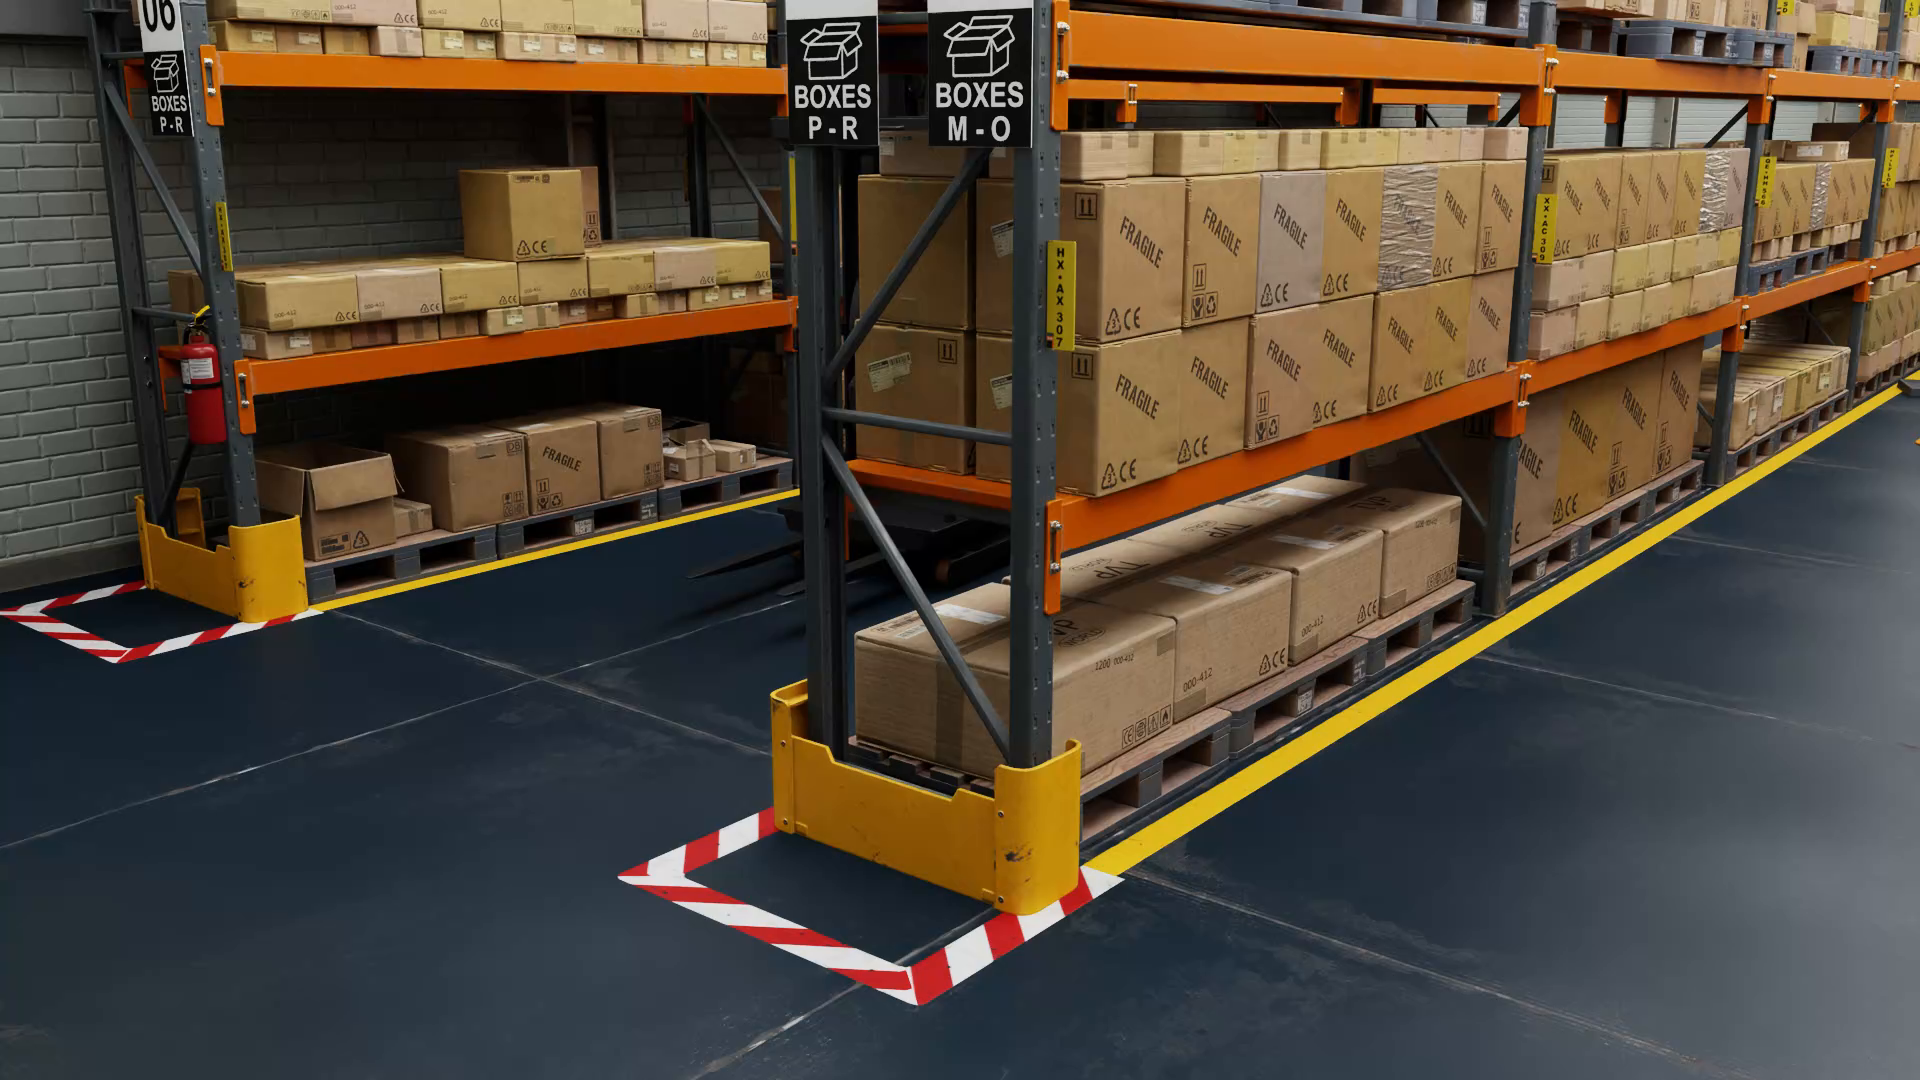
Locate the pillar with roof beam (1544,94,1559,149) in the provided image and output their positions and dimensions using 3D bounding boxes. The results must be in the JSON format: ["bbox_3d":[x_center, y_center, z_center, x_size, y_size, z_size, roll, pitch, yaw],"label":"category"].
[{"bbox_3d":[12.050,-7.592,21.734,9.100,9.000,0.400,11,18,38],"label":"pillar with roof beam"}]

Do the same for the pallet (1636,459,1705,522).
[{"bbox_3d":[4.350,-0.406,11.291,1.003,0.211,1.213,11,18,38],"label":"pallet"}]

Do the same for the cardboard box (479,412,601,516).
[{"bbox_3d":[-2.551,-0.470,10.103,0.500,0.500,0.500,12,18,39],"label":"cardboard box"}]

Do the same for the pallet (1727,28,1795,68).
[{"bbox_3d":[4.541,-3.127,10.632,1.213,0.211,1.003,12,19,40],"label":"pallet"}]

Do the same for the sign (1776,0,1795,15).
[{"bbox_3d":[5.331,-3.552,10.709,0.100,0.325,0.005,11,18,38],"label":"sign"}]

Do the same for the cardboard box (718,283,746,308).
[{"bbox_3d":[-1.623,-1.623,10.928,0.380,0.149,0.250,12,18,39],"label":"cardboard box"}]

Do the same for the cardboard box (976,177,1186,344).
[{"bbox_3d":[0.400,-0.945,5.518,0.500,0.500,0.500,11,18,36],"label":"cardboard box"}]

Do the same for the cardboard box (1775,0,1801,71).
[{"bbox_3d":[5.508,-3.579,11.822,0.700,0.500,0.500,11,18,38],"label":"cardboard box"}]

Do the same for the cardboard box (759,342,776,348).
[{"bbox_3d":[-1.304,-1.371,12.332,0.380,0.149,0.250,11,18,38],"label":"cardboard box"}]

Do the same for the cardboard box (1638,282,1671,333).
[{"bbox_3d":[3.852,-1.390,9.809,0.500,0.250,0.500,11,18,37],"label":"cardboard box"}]

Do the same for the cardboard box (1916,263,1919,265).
[{"bbox_3d":[9.293,-2.655,16.373,0.380,0.149,0.250,12,18,38],"label":"cardboard box"}]

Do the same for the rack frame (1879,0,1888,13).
[{"bbox_3d":[9.933,-6.336,16.788,1.000,3.000,0.127,11,18,38],"label":"rack frame"}]

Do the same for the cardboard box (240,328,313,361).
[{"bbox_3d":[-3.567,-1.030,8.597,0.380,0.149,0.250,11,18,37],"label":"cardboard box"}]

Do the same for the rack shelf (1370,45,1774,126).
[{"bbox_3d":[3.648,-2.619,9.707,1.077,0.370,4.000,11,18,38],"label":"rack shelf"}]

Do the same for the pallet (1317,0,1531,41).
[{"bbox_3d":[1.868,-2.386,7.511,1.003,0.211,1.213,11,18,38],"label":"pallet"}]

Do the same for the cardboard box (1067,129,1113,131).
[{"bbox_3d":[0.374,-1.468,6.259,0.380,0.149,0.250,12,18,39],"label":"cardboard box"}]

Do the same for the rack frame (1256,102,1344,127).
[{"bbox_3d":[3.555,-3.430,17.532,1.000,3.000,0.127,11,18,38],"label":"rack frame"}]

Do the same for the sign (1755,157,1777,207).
[{"bbox_3d":[5.338,-2.372,11.018,0.100,0.325,0.005,11,18,38],"label":"sign"}]

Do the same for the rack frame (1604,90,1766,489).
[{"bbox_3d":[4.905,-1.896,11.496,1.000,3.000,0.127,11,18,38],"label":"rack frame"}]

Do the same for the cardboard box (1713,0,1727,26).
[{"bbox_3d":[4.311,-3.171,9.840,0.396,0.266,0.258,11,18,36],"label":"cardboard box"}]

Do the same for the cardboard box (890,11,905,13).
[{"bbox_3d":[-0.477,-3.621,11.645,0.380,0.149,0.250,12,18,38],"label":"cardboard box"}]

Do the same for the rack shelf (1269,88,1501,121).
[{"bbox_3d":[4.812,-4.918,18.759,1.077,0.370,4.000,11,18,38],"label":"rack shelf"}]

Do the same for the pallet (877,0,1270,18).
[{"bbox_3d":[0.335,-1.919,5.672,1.003,0.211,1.213,11,18,38],"label":"pallet"}]

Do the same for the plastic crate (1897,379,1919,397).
[{"bbox_3d":[9.043,-1.421,15.555,0.402,0.080,0.583,5,15,18],"label":"plastic crate"}]

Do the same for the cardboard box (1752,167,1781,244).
[{"bbox_3d":[5.367,-2.343,11.593,0.500,0.500,0.500,11,18,36],"label":"cardboard box"}]

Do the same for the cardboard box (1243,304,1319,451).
[{"bbox_3d":[1.031,-0.656,6.410,0.500,0.500,0.500,11,18,37],"label":"cardboard box"}]

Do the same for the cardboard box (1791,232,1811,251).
[{"bbox_3d":[6.307,-2.314,12.796,0.380,0.149,0.250,12,19,39],"label":"cardboard box"}]

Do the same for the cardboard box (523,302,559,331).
[{"bbox_3d":[-2.569,-1.323,9.749,0.380,0.149,0.250,12,18,39],"label":"cardboard box"}]

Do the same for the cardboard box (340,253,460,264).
[{"bbox_3d":[-3.264,-1.525,9.734,0.500,0.250,0.500,12,19,39],"label":"cardboard box"}]

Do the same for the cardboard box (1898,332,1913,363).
[{"bbox_3d":[8.978,-1.904,16.257,0.500,0.250,0.500,10,18,36],"label":"cardboard box"}]

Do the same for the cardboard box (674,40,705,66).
[{"bbox_3d":[-1.801,-3.019,10.332,0.380,0.149,0.250,12,19,39],"label":"cardboard box"}]

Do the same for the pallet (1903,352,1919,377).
[{"bbox_3d":[9.347,-1.912,17.222,1.003,0.211,1.213,11,18,38],"label":"pallet"}]

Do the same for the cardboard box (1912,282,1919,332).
[{"bbox_3d":[9.307,-2.369,16.563,0.500,0.500,0.500,12,19,40],"label":"cardboard box"}]

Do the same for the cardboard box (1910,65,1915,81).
[{"bbox_3d":[8.271,-4.164,14.840,0.380,0.149,0.250,12,19,39],"label":"cardboard box"}]

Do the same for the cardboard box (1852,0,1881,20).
[{"bbox_3d":[7.153,-4.359,13.532,0.500,0.250,0.500,12,18,39],"label":"cardboard box"}]

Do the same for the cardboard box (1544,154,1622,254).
[{"bbox_3d":[3.189,-1.805,8.902,0.500,0.500,0.500,11,18,37],"label":"cardboard box"}]

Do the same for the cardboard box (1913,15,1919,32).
[{"bbox_3d":[8.011,-4.445,14.327,0.380,0.149,0.250,12,19,39],"label":"cardboard box"}]

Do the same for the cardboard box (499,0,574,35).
[{"bbox_3d":[-2.553,-2.999,9.444,0.500,0.250,0.500,11,18,37],"label":"cardboard box"}]

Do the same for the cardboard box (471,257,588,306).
[{"bbox_3d":[-2.554,-1.544,9.808,0.500,0.250,0.500,11,18,36],"label":"cardboard box"}]

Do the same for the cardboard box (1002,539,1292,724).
[{"bbox_3d":[0.782,0.356,6.982,0.875,0.438,0.875,12,18,39],"label":"cardboard box"}]

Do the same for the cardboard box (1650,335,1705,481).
[{"bbox_3d":[4.406,-0.951,11.236,0.875,0.875,0.875,11,18,37],"label":"cardboard box"}]

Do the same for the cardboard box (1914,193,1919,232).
[{"bbox_3d":[8.837,-3.190,15.780,0.500,0.500,0.500,12,18,38],"label":"cardboard box"}]

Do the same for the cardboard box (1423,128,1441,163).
[{"bbox_3d":[1.885,-1.738,7.322,0.380,0.149,0.250,11,18,37],"label":"cardboard box"}]

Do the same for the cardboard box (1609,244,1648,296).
[{"bbox_3d":[3.530,-1.537,9.371,0.500,0.250,0.500,12,18,38],"label":"cardboard box"}]

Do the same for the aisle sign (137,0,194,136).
[{"bbox_3d":[-3.801,-2.333,7.935,0.394,0.787,0.004,11,18,38],"label":"aisle sign"}]

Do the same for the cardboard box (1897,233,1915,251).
[{"bbox_3d":[8.677,-2.795,15.543,0.380,0.149,0.250,11,18,38],"label":"cardboard box"}]

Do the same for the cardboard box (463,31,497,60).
[{"bbox_3d":[-2.783,-2.730,9.194,0.380,0.149,0.250,11,18,37],"label":"cardboard box"}]

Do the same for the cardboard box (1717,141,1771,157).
[{"bbox_3d":[6.245,-3.114,13.310,0.380,0.149,0.250,13,19,41],"label":"cardboard box"}]

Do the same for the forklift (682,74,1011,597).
[{"bbox_3d":[-0.333,-1.290,9.249,1.130,2.935,3.031,9,17,31],"label":"forklift"}]

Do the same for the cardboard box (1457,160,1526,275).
[{"bbox_3d":[2.309,-1.530,7.821,0.500,0.500,0.500,11,18,37],"label":"cardboard box"}]

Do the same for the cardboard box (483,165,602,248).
[{"bbox_3d":[-2.616,-2.089,10.430,0.500,0.500,0.500,11,18,36],"label":"cardboard box"}]

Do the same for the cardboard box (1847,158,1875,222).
[{"bbox_3d":[7.307,-2.935,13.922,0.500,0.500,0.500,11,18,37],"label":"cardboard box"}]

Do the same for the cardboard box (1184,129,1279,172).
[{"bbox_3d":[0.952,-1.442,6.155,0.380,0.149,0.250,11,18,38],"label":"cardboard box"}]
